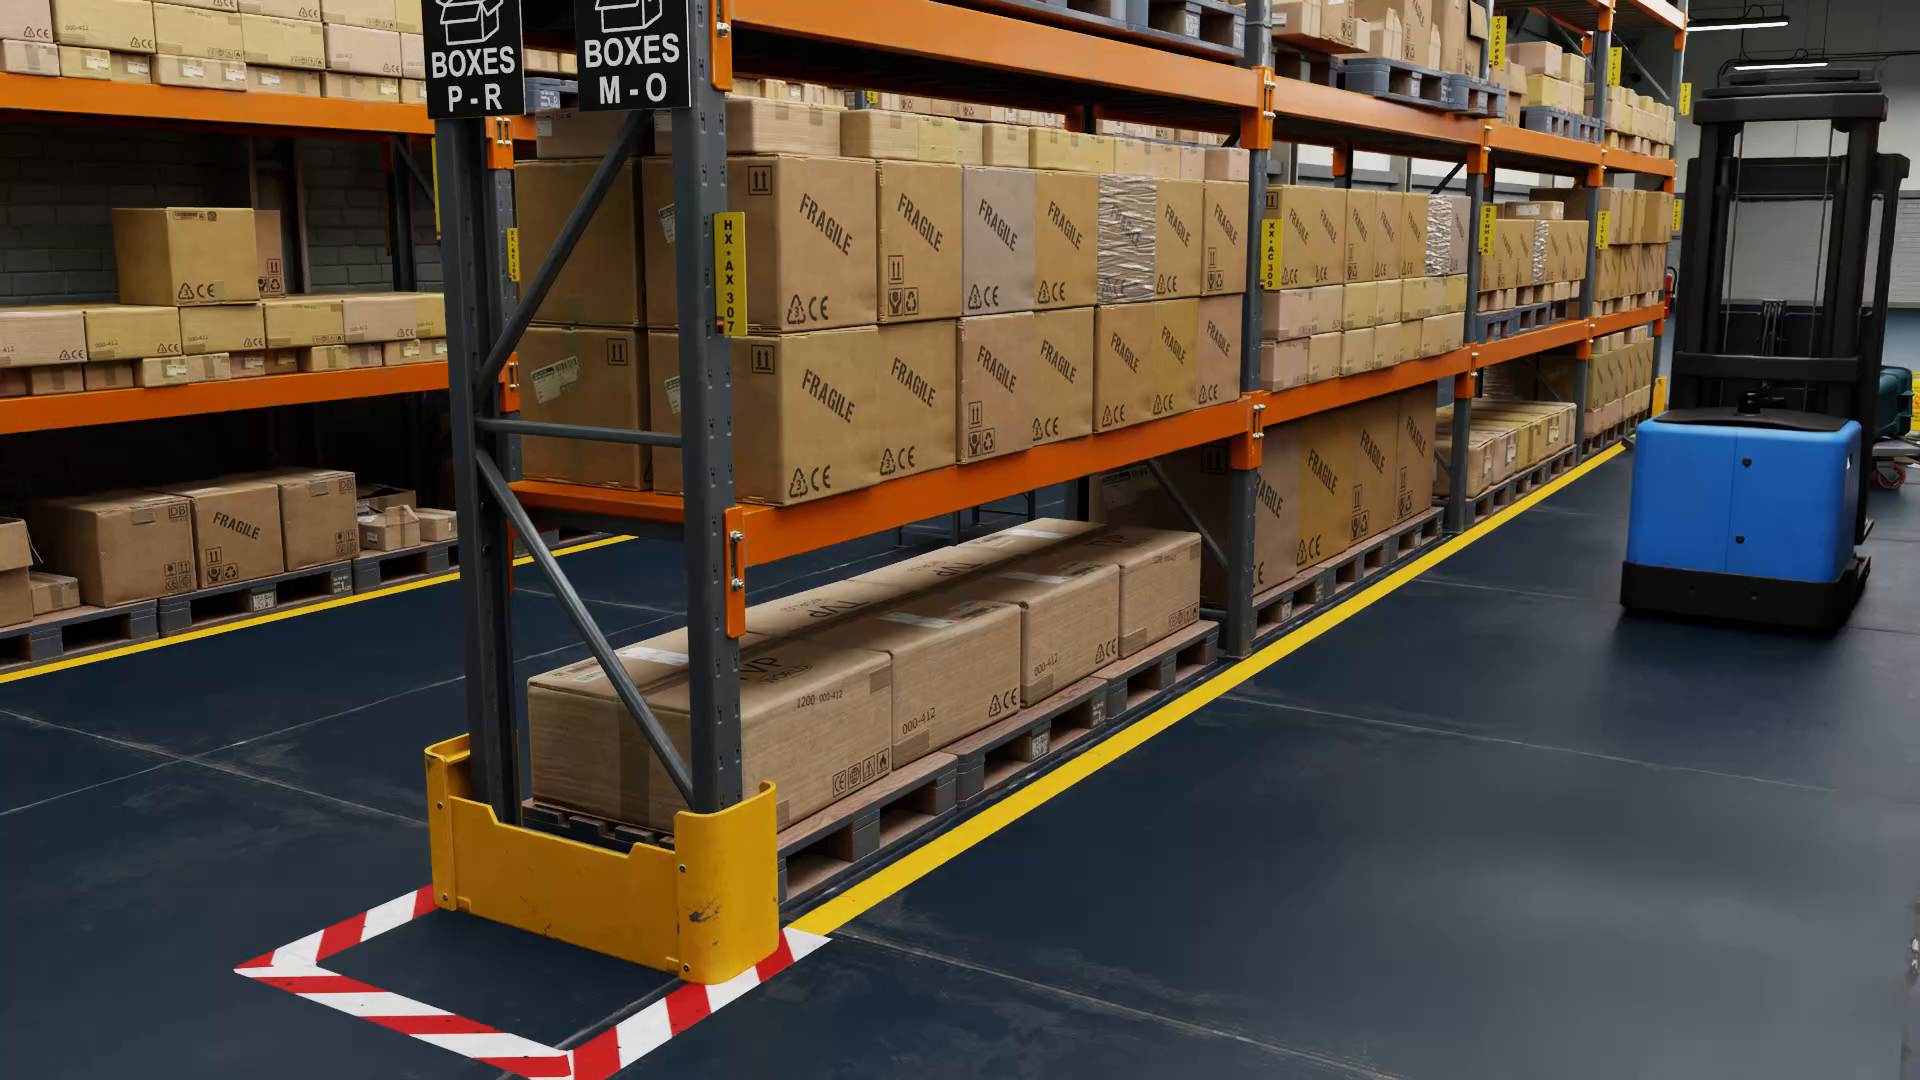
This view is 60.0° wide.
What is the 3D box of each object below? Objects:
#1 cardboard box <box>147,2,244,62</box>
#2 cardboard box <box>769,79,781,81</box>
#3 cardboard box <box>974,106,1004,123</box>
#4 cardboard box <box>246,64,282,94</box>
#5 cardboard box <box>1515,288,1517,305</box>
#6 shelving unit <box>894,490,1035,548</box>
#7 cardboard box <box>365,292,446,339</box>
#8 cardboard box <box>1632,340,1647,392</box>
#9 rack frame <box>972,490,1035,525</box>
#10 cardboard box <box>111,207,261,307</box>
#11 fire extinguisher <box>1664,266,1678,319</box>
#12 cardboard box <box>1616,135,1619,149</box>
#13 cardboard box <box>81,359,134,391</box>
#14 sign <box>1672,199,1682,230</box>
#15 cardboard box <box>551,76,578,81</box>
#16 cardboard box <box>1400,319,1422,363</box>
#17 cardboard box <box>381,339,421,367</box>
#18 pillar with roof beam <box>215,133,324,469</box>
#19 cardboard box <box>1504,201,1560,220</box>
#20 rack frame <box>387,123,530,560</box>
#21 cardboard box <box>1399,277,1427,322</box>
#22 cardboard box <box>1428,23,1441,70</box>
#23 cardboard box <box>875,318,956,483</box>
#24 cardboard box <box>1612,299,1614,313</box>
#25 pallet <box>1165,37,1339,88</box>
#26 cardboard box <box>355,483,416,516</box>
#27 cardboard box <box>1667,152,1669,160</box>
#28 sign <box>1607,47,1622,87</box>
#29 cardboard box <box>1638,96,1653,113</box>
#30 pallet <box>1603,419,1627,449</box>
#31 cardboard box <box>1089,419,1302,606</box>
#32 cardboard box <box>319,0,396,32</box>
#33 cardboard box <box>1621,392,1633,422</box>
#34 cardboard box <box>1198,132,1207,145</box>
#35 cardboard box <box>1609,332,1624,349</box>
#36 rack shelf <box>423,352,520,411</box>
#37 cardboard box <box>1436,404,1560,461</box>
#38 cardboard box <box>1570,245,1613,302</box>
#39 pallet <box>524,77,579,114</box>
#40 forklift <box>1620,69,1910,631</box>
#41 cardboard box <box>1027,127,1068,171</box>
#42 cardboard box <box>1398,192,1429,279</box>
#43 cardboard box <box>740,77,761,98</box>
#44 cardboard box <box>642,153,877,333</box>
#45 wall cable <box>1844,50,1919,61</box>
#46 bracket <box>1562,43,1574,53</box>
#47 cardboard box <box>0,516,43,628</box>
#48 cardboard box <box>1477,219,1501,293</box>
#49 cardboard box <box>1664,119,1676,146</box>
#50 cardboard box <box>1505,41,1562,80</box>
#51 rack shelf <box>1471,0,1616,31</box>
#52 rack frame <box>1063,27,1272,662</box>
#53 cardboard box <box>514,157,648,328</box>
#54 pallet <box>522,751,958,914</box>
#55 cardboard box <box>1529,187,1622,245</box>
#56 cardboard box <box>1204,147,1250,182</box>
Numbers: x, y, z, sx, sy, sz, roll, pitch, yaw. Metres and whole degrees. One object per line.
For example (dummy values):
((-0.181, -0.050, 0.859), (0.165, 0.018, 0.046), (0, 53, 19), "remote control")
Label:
((-4.096, -2.613, 8.620), (0.500, 0.250, 0.500), (6, 12, 30), "cardboard box")
((-1.593, -3.582, 12.715), (0.380, 0.149, 0.250), (6, 12, 30), "cardboard box")
((0.187, -3.948, 15.422), (0.380, 0.149, 0.250), (6, 12, 30), "cardboard box")
((-3.886, -2.475, 8.970), (0.380, 0.149, 0.250), (7, 12, 31), "cardboard box")
((4.083, -1.893, 12.869), (0.380, 0.149, 0.250), (7, 13, 33), "cardboard box")
((0.044, -0.751, 11.302), (0.538, 1.500, 1.048), (6, 12, 31), "shelving unit")
((-3.310, -1.375, 10.163), (0.500, 0.250, 0.500), (7, 13, 32), "cardboard box")
((6.759, -1.810, 17.179), (0.500, 0.500, 0.500), (7, 13, 33), "cardboard box")
((0.308, -0.831, 11.729), (0.500, 1.500, 0.032), (6, 12, 31), "rack frame")
((-4.087, -1.500, 8.790), (0.500, 0.500, 0.500), (7, 13, 32), "cardboard box")
((7.673, -2.756, 18.148), (0.296, 0.674, 0.183), (6, 12, 31), "fire extinguisher")
((5.897, -3.688, 15.450), (0.380, 0.149, 0.250), (7, 13, 32), "cardboard box")
((-4.410, -0.845, 8.411), (0.380, 0.149, 0.250), (7, 12, 32), "cardboard box")
((7.684, -3.488, 17.844), (0.100, 0.325, 0.005), (6, 12, 31), "sign")
((-2.548, -3.108, 10.939), (0.380, 0.149, 0.250), (7, 12, 31), "cardboard box")
((2.499, -1.224, 10.164), (0.500, 0.250, 0.500), (6, 12, 30), "cardboard box")
((-3.435, -1.122, 9.895), (0.380, 0.149, 0.250), (7, 13, 32), "cardboard box")
((-0.707, -3.920, 7.855), (9.100, 9.000, 0.400), (6, 12, 31), "pillar with roof beam")
((4.628, -2.662, 13.454), (0.380, 0.149, 0.250), (6, 12, 28), "cardboard box")
((-3.254, -1.406, 10.729), (1.000, 3.000, 0.127), (6, 12, 31), "rack frame")
((2.521, -1.470, 10.118), (0.500, 0.250, 0.500), (6, 12, 29), "cardboard box")
((2.651, -2.926, 9.922), (0.396, 0.266, 0.258), (6, 12, 29), "cardboard box")
((-0.354, -0.483, 5.526), (0.500, 0.500, 0.500), (6, 12, 30), "cardboard box")
((6.049, -2.256, 15.951), (0.380, 0.149, 0.250), (6, 12, 30), "cardboard box")
((1.424, -2.462, 8.736), (0.805, 0.209, 1.217), (6, 12, 28), "pallet")
((-3.799, -0.210, 10.504), (0.500, 0.311, 0.500), (7, 13, 33), "cardboard box")
((7.274, -4.088, 17.585), (0.380, 0.149, 0.250), (6, 12, 31), "cardboard box")
((5.619, -4.061, 14.280), (0.100, 0.325, 0.005), (6, 12, 31), "sign")
((6.529, -4.237, 16.214), (0.380, 0.149, 0.250), (7, 13, 32), "cardboard box")
((6.094, -1.122, 16.788), (1.003, 0.211, 1.213), (6, 12, 31), "pallet")
((1.243, -0.200, 8.918), (0.875, 0.875, 0.875), (7, 13, 32), "cardboard box")
((-3.567, -3.016, 9.416), (0.500, 0.250, 0.500), (6, 12, 30), "cardboard box")
((6.488, -1.358, 16.805), (0.500, 0.250, 0.500), (6, 12, 29), "cardboard box")
((2.673, -4.758, 19.434), (0.396, 0.266, 0.258), (6, 12, 31), "cardboard box")
((6.199, -1.938, 16.098), (0.380, 0.149, 0.250), (7, 13, 34), "cardboard box")
((-2.216, -1.367, 12.475), (1.077, 0.370, 4.000), (6, 12, 31), "rack shelf")
((4.503, -0.910, 14.075), (0.950, 0.372, 0.625), (7, 13, 34), "cardboard box")
((5.610, -2.429, 15.111), (0.500, 0.500, 0.500), (6, 12, 31), "cardboard box")
((-2.856, -2.884, 10.982), (1.213, 0.211, 1.003), (6, 12, 31), "pallet")
((4.833, -1.194, 9.780), (1.130, 2.935, 3.031), (7, 13, 32), "forklift")
((0.175, -1.432, 6.116), (0.380, 0.149, 0.250), (6, 12, 29), "cardboard box")
((2.499, -1.837, 10.041), (0.500, 0.500, 0.500), (6, 12, 31), "cardboard box")
((-1.729, -3.398, 12.539), (0.380, 0.149, 0.250), (7, 12, 31), "cardboard box")
((-0.594, -0.893, 4.996), (0.500, 0.500, 0.500), (6, 12, 29), "cardboard box")
((25.036, -13.912, 43.578), (3.097, 2.526, 0.112), (6, 12, 31), "wall cable")
((14.392, -11.664, 39.434), (0.235, 0.232, 0.430), (6, 12, 31), "bracket")
((-4.933, 0.156, 8.025), (0.797, 0.503, 0.637), (6, 12, 28), "cardboard box")
((3.498, -2.012, 11.744), (0.500, 0.500, 0.500), (6, 12, 29), "cardboard box")
((7.185, -4.261, 17.423), (0.500, 0.250, 0.500), (6, 12, 30), "cardboard box")
((4.440, -3.778, 13.153), (0.500, 0.250, 0.500), (7, 12, 32), "cardboard box")
((4.105, -4.275, 12.791), (1.077, 0.370, 4.000), (6, 12, 31), "rack shelf")
((0.990, -0.933, 8.199), (1.000, 3.000, 0.127), (6, 12, 31), "rack frame")
((-1.040, -0.943, 5.264), (0.500, 0.500, 0.500), (7, 13, 33), "cardboard box")
((-0.739, 0.934, 5.807), (1.003, 0.211, 1.213), (6, 12, 31), "pallet")
((5.557, -2.926, 15.050), (0.700, 0.500, 0.500), (6, 12, 30), "cardboard box")
((1.102, -1.713, 7.617), (0.380, 0.149, 0.250), (6, 12, 30), "cardboard box")
